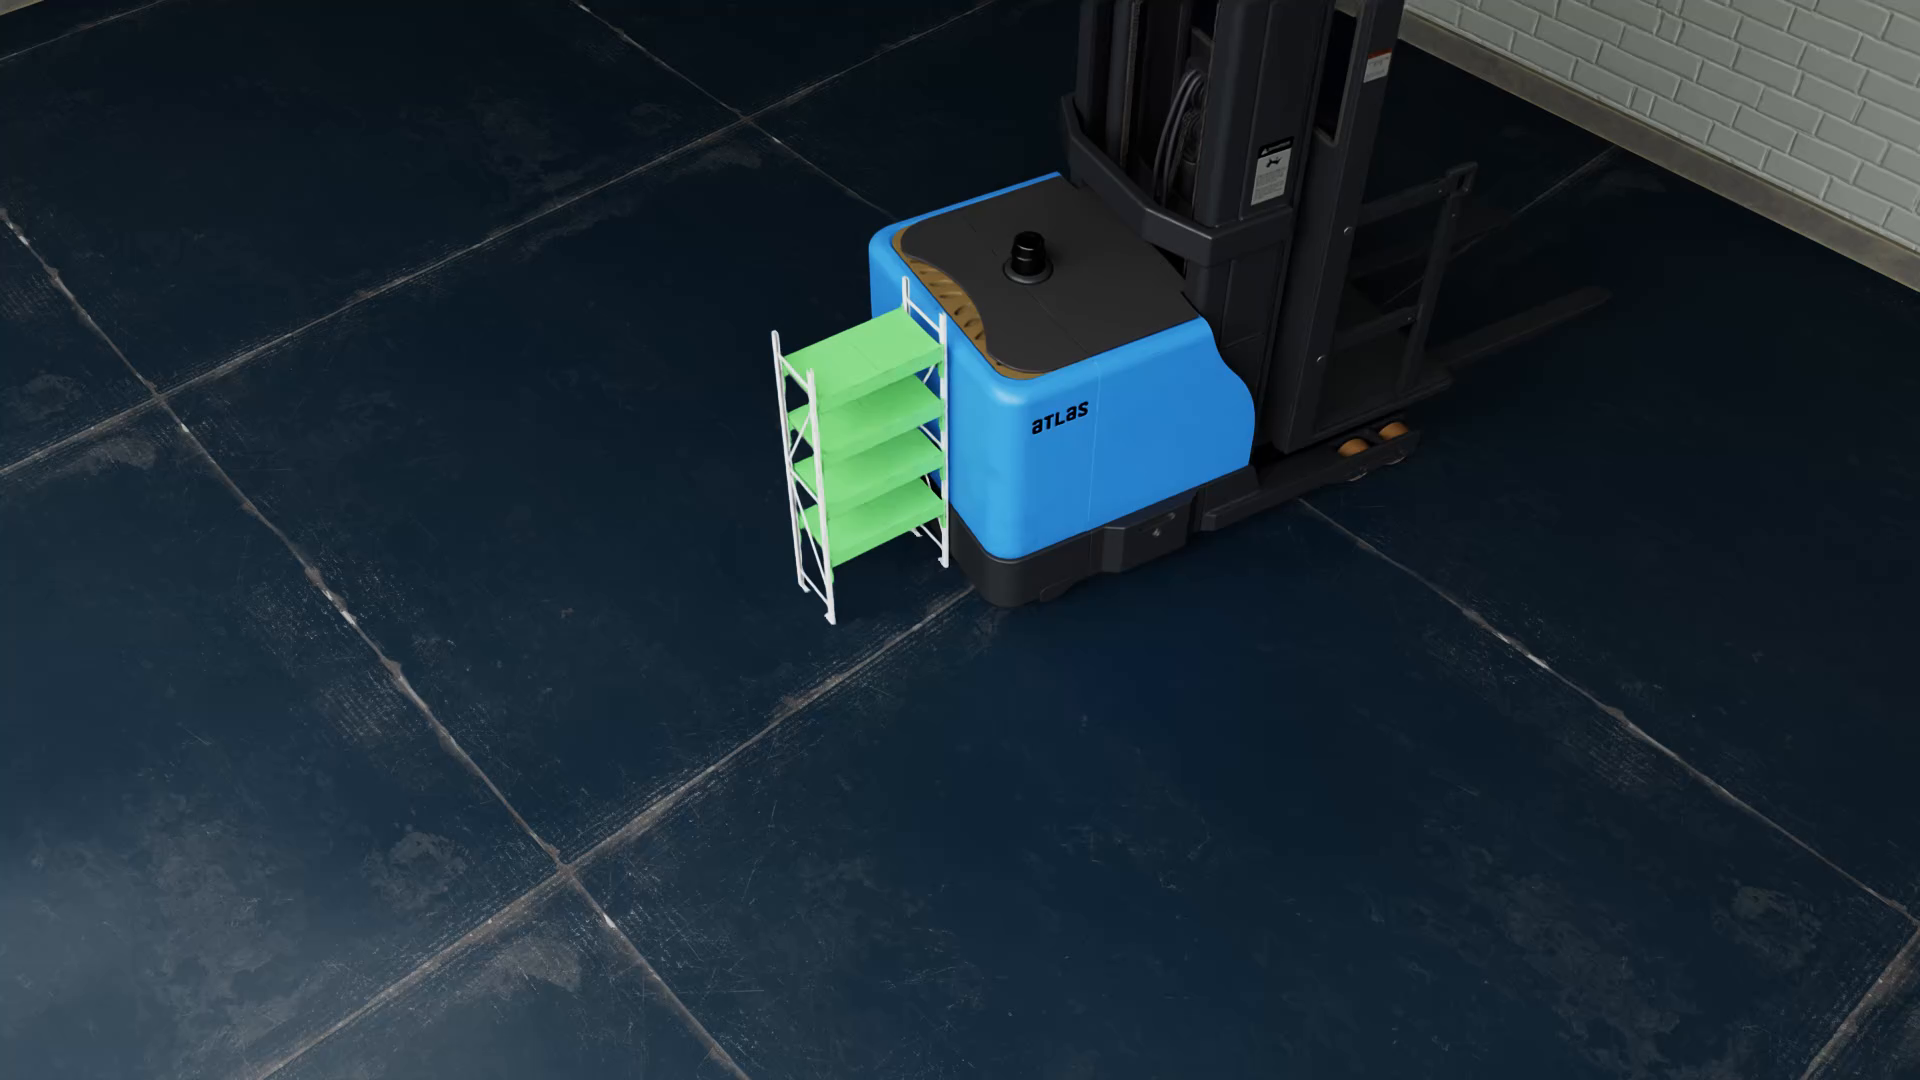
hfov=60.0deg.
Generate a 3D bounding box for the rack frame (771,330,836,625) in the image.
[{"bbox_3d":[-0.520,-0.177,5.597,0.015,1.200,0.240,-26,53,-22],"label":"rack frame"}]

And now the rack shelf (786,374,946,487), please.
[{"bbox_3d":[-0.317,-0.396,5.560,0.480,0.148,0.258,-26,53,-22],"label":"rack shelf"}]

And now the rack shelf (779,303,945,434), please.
[{"bbox_3d":[-0.317,-0.559,5.383,0.480,0.148,0.258,-26,53,-22],"label":"rack shelf"}]

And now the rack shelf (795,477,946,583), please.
[{"bbox_3d":[-0.317,-0.071,5.913,0.480,0.148,0.258,-26,53,-22],"label":"rack shelf"}]

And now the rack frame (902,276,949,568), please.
[{"bbox_3d":[-0.115,-0.377,5.782,0.015,1.200,0.240,-26,53,-22],"label":"rack frame"}]

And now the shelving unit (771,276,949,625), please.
[{"bbox_3d":[-0.317,-0.277,5.689,0.503,1.200,0.258,-26,53,-22],"label":"shelving unit"}]

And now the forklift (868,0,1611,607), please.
[{"bbox_3d":[1.210,-1.545,5.682,3.031,2.935,1.130,-22,51,-19],"label":"forklift"}]

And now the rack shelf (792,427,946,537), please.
[{"bbox_3d":[-0.317,-0.234,5.736,0.480,0.148,0.258,-26,53,-22],"label":"rack shelf"}]
